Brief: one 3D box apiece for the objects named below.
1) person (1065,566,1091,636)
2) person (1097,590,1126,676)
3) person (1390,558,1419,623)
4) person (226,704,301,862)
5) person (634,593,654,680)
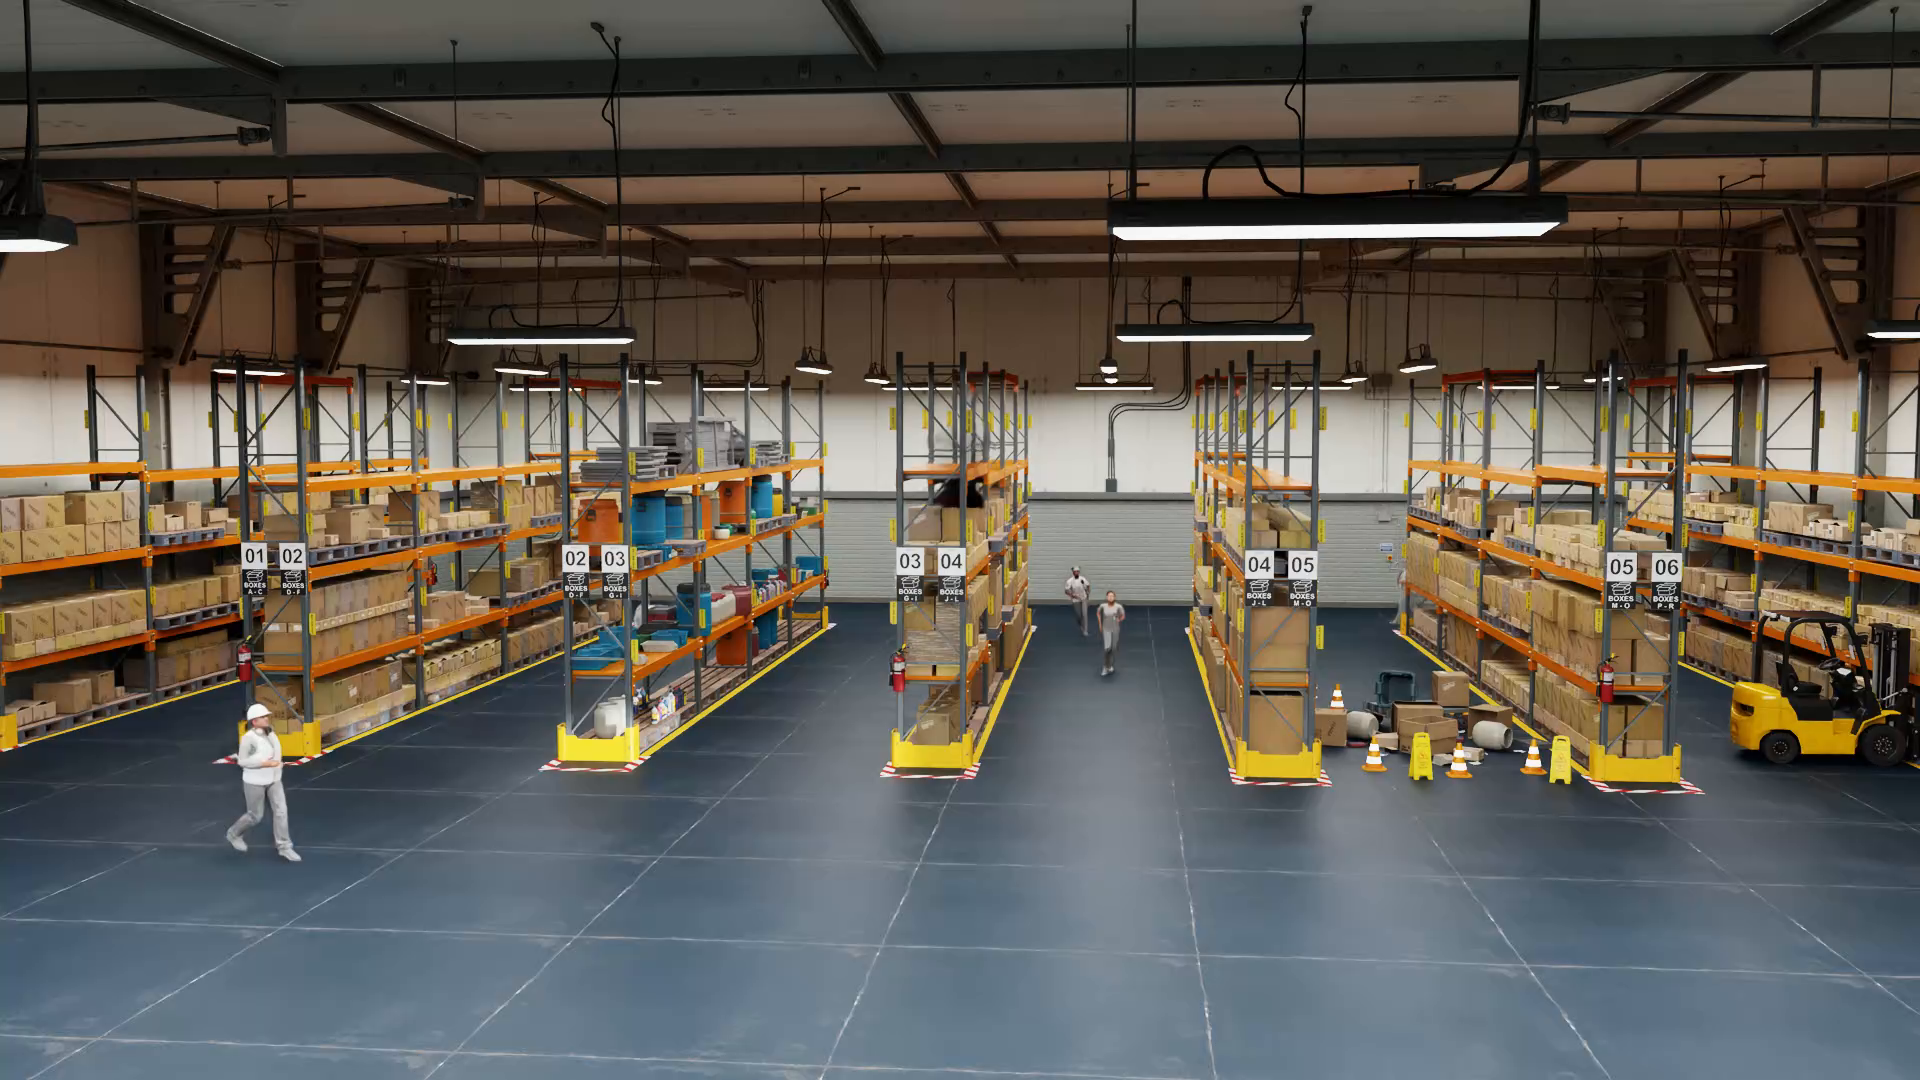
[{"bbox_3d":[2.772,1.412,39.099,0.617,1.651,0.731,0,4,-6],"label":"person"},{"bbox_3d":[2.992,1.837,32.865,0.561,1.697,0.726,0,4,0],"label":"person"},{"bbox_3d":[10.869,1.241,40.385,0.975,1.710,0.766,2,5,27],"label":"person"},{"bbox_3d":[-7.968,2.759,18.959,0.954,1.789,0.658,2,4,22],"label":"person"},{"bbox_3d":[-6.142,1.852,32.574,0.626,1.700,0.835,1,4,9],"label":"person"}]
